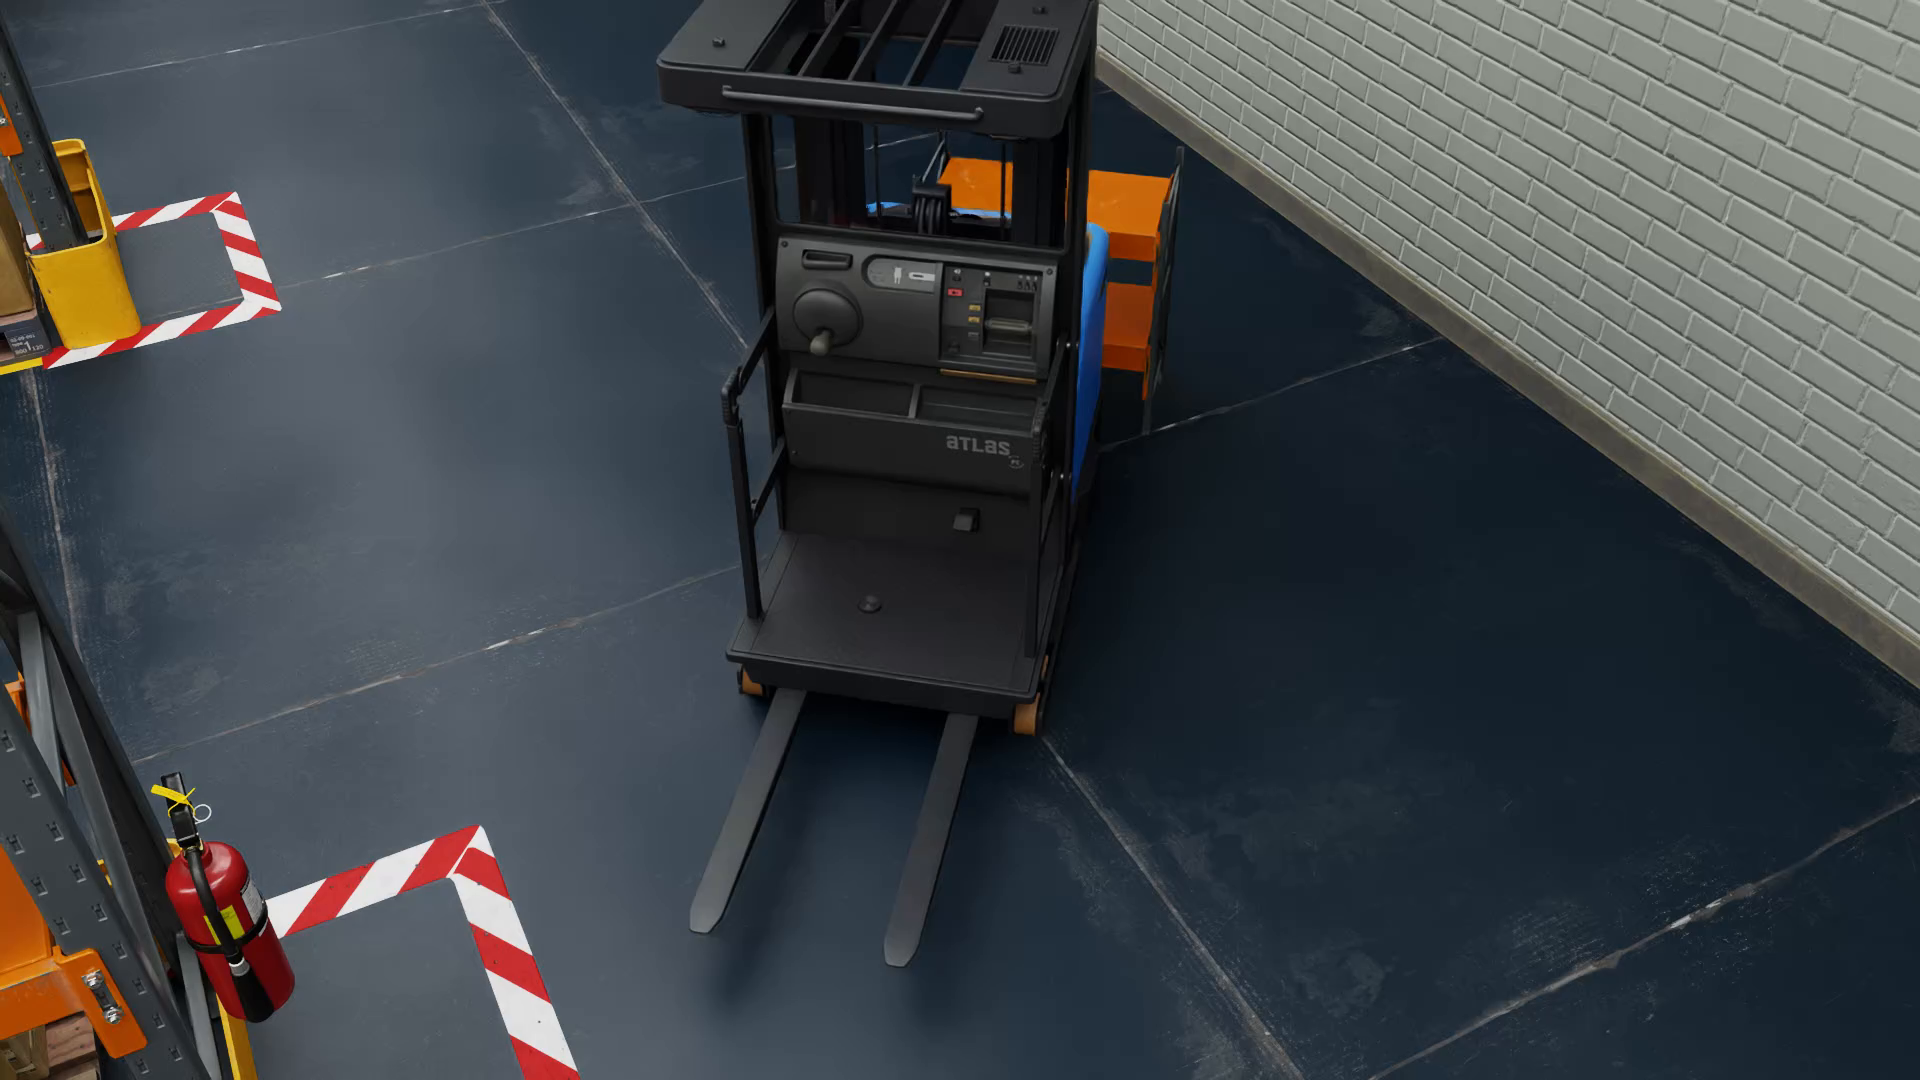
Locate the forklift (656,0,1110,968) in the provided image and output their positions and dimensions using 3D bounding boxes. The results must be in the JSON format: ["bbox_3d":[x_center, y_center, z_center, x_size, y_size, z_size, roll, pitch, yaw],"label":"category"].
[{"bbox_3d":[-0.189,-0.687,5.293,1.130,2.935,3.031,7,41,9],"label":"forklift"}]

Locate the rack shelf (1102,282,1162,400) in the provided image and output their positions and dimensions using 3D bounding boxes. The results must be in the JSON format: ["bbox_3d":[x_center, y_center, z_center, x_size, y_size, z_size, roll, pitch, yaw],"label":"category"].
[{"bbox_3d":[0.374,-0.941,7.368,1.000,0.278,0.538,8,41,10],"label":"rack shelf"}]

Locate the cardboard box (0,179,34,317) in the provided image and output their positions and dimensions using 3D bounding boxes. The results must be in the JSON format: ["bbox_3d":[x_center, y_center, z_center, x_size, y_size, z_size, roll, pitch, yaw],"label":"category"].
[{"bbox_3d":[-4.859,-1.514,7.536,0.875,0.875,0.875,-19,44,-21],"label":"cardboard box"}]

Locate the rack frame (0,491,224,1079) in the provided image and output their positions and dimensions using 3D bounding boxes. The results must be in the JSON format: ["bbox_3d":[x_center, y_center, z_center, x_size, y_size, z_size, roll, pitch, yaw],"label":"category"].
[{"bbox_3d":[-2.127,0.471,3.872,0.127,3.000,1.000,-19,44,-21],"label":"rack frame"}]

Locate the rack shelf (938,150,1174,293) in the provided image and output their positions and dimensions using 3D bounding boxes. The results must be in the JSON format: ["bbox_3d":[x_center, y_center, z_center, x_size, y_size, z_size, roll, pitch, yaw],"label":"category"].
[{"bbox_3d":[0.374,-1.353,7.023,1.000,0.278,0.538,8,41,10],"label":"rack shelf"}]

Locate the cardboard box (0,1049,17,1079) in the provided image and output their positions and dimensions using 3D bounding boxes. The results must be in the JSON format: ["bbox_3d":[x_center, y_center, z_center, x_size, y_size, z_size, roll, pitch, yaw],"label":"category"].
[{"bbox_3d":[-2.480,1.475,4.107,0.250,0.149,0.380,-18,43,-20],"label":"cardboard box"}]

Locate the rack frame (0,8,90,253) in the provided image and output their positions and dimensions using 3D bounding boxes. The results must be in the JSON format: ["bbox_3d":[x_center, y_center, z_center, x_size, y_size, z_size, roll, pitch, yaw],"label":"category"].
[{"bbox_3d":[-4.329,-2.402,7.265,0.127,3.000,1.000,-19,44,-21],"label":"rack frame"}]

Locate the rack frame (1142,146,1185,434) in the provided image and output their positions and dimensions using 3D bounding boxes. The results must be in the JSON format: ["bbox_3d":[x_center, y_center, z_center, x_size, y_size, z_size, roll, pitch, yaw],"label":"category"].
[{"bbox_3d":[0.870,-1.056,7.125,0.032,1.125,0.500,8,41,10],"label":"rack frame"}]

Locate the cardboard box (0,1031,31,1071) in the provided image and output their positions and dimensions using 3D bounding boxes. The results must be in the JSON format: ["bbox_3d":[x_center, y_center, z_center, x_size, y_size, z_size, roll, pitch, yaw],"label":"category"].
[{"bbox_3d":[-2.710,1.294,4.550,0.250,0.149,0.380,-17,43,-19],"label":"cardboard box"}]

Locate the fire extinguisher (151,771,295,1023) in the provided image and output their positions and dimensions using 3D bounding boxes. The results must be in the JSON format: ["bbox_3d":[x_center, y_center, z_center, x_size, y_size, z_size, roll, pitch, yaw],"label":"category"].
[{"bbox_3d":[-1.690,0.832,3.794,0.183,0.674,0.296,-19,44,-21],"label":"fire extinguisher"}]

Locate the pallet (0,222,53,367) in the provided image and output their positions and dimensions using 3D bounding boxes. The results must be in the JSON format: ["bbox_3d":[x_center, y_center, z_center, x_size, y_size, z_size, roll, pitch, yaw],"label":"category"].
[{"bbox_3d":[-5.002,-1.054,7.832,1.213,0.211,1.003,-19,44,-21],"label":"pallet"}]

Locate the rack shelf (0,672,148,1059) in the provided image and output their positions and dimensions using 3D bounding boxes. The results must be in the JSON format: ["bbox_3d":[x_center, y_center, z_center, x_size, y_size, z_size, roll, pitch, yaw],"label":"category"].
[{"bbox_3d":[-3.901,1.342,3.399,4.000,0.370,1.077,-19,44,-21],"label":"rack shelf"}]

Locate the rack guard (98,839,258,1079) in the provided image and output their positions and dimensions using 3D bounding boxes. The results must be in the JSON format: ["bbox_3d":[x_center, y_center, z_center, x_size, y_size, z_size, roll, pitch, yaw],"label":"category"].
[{"bbox_3d":[-2.194,1.448,4.653,0.348,0.500,1.175,-19,44,-21],"label":"rack guard"}]

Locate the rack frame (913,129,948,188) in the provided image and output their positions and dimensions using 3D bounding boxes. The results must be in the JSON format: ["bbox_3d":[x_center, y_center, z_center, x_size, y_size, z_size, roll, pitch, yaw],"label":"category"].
[{"bbox_3d":[-0.122,-1.201,7.296,0.032,1.125,0.500,8,41,10],"label":"rack frame"}]

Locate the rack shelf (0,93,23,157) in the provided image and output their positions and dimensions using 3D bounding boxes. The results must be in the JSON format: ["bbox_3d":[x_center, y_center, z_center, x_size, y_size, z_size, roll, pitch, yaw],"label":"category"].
[{"bbox_3d":[-6.102,-1.530,6.793,4.000,0.370,1.077,-19,44,-21],"label":"rack shelf"}]

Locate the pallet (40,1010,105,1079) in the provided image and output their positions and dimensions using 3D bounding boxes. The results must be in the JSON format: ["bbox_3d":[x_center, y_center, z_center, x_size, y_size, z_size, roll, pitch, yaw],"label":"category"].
[{"bbox_3d":[-2.931,1.780,4.484,1.213,0.211,1.003,-19,44,-21],"label":"pallet"}]

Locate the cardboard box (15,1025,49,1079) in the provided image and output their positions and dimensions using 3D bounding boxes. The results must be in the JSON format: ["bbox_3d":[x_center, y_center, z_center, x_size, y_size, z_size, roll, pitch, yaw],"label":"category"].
[{"bbox_3d":[-2.740,1.372,4.690,0.250,0.149,0.380,-18,43,-20],"label":"cardboard box"}]

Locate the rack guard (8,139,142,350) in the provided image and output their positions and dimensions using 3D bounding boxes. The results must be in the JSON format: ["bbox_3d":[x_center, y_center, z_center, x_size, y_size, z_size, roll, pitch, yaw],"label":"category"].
[{"bbox_3d":[-4.307,-1.455,8.082,0.348,0.500,1.175,-19,44,-21],"label":"rack guard"}]

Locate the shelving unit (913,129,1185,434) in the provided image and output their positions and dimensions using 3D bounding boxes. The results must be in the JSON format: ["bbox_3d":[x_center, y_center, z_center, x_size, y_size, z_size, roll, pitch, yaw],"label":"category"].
[{"bbox_3d":[0.374,-1.129,7.211,1.048,1.125,0.538,8,41,10],"label":"shelving unit"}]
